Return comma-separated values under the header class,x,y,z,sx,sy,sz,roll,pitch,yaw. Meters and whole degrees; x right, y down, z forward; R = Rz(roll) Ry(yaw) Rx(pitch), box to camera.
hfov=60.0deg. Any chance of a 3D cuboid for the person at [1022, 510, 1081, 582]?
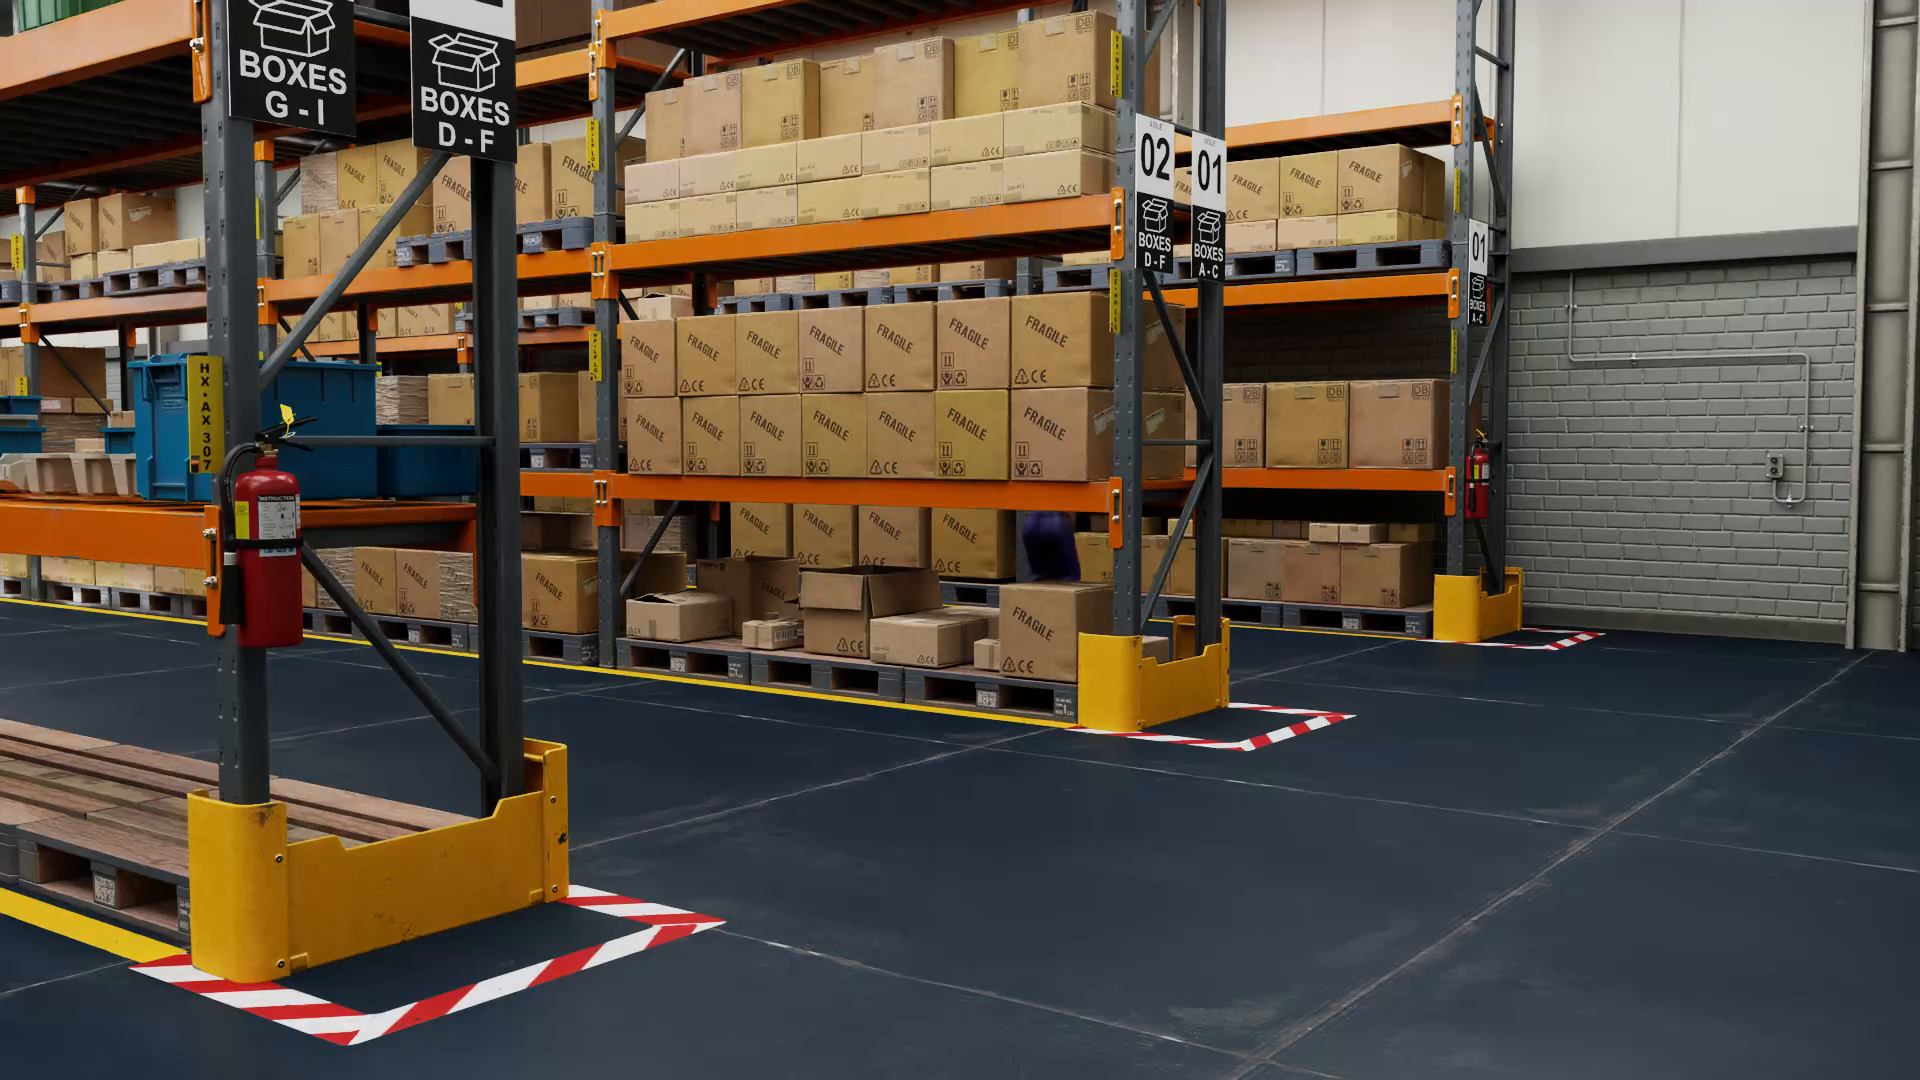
class,x,y,z,sx,sy,sz,roll,pitch,yaw
person,0.695,-0.055,13.199,0.496,1.607,0.396,3,4,37
